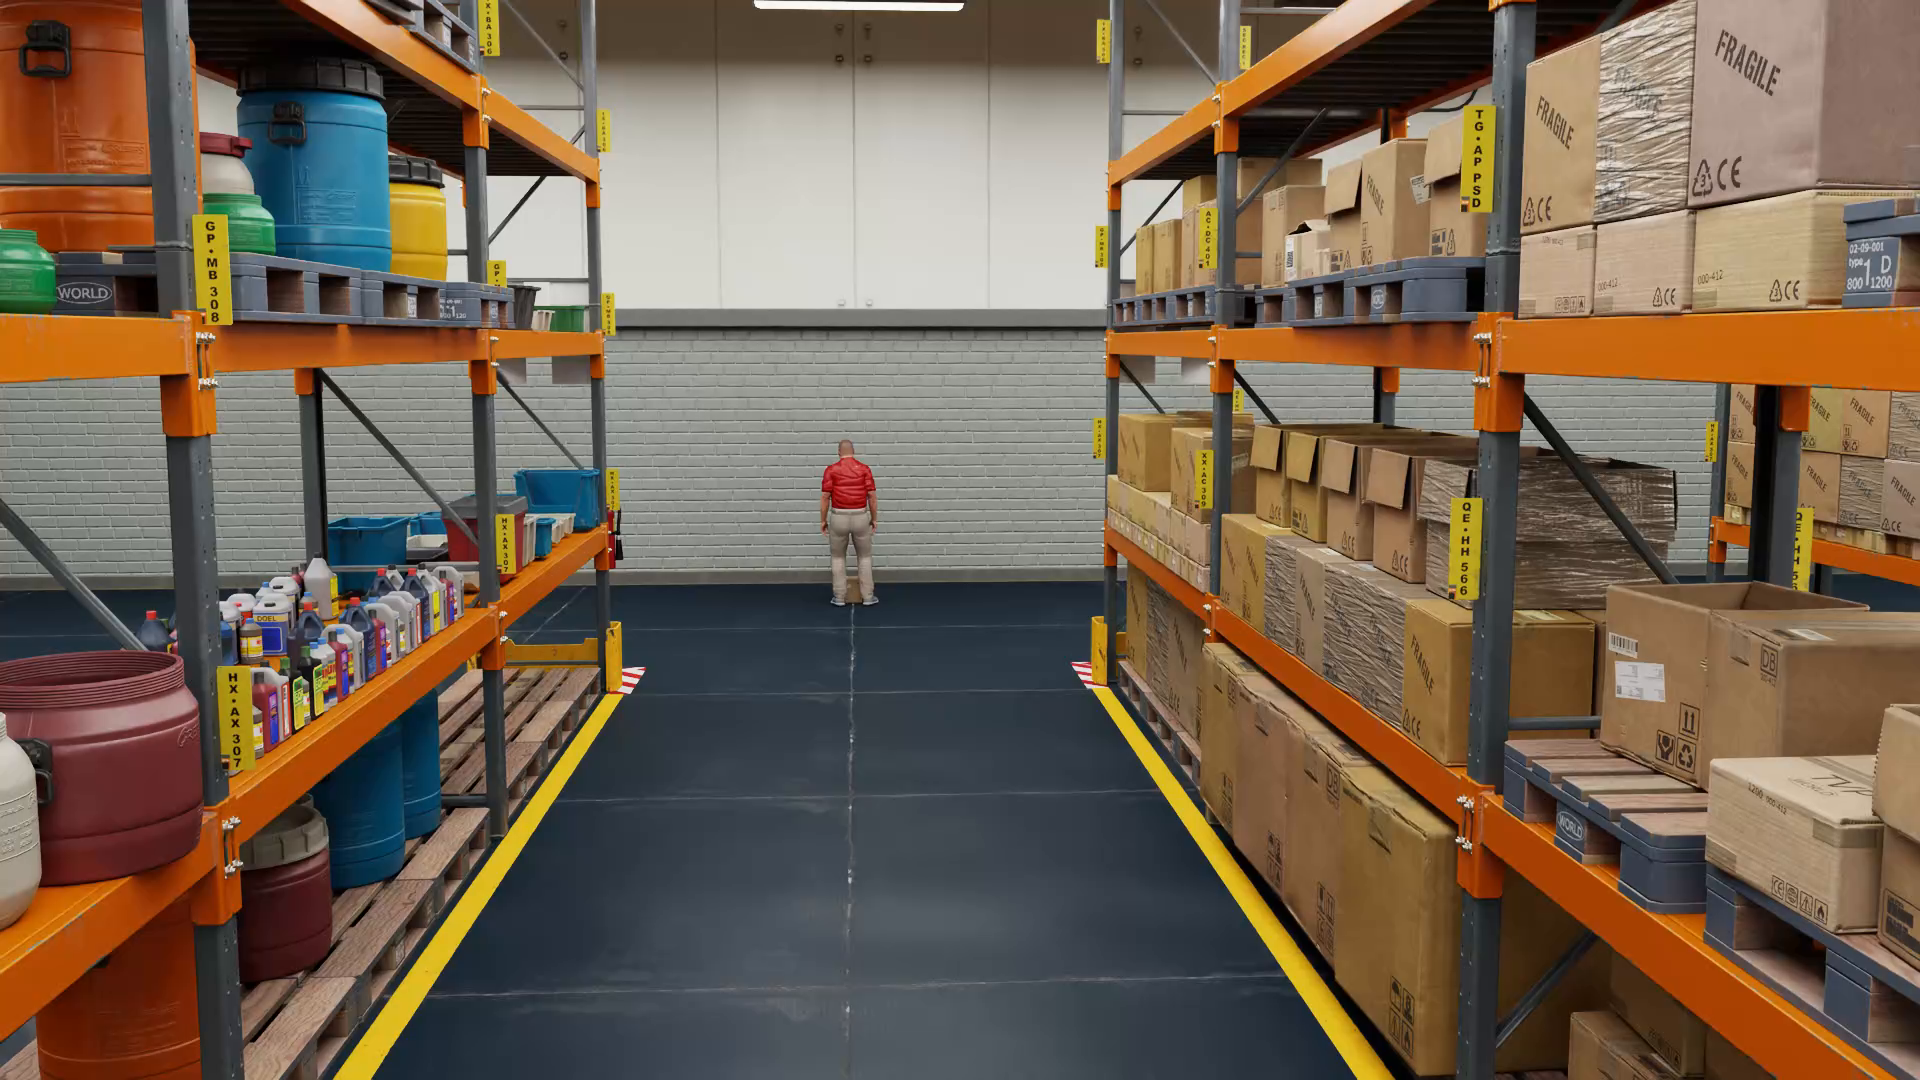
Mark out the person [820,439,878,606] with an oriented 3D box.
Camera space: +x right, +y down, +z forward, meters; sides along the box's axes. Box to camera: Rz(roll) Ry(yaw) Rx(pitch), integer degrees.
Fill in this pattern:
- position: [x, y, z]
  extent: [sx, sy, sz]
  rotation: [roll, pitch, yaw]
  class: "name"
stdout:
- position: [-1.151, -0.181, 17.311]
  extent: [0.605, 1.728, 0.385]
  rotation: [-1, 7, -6]
  class: "person"
